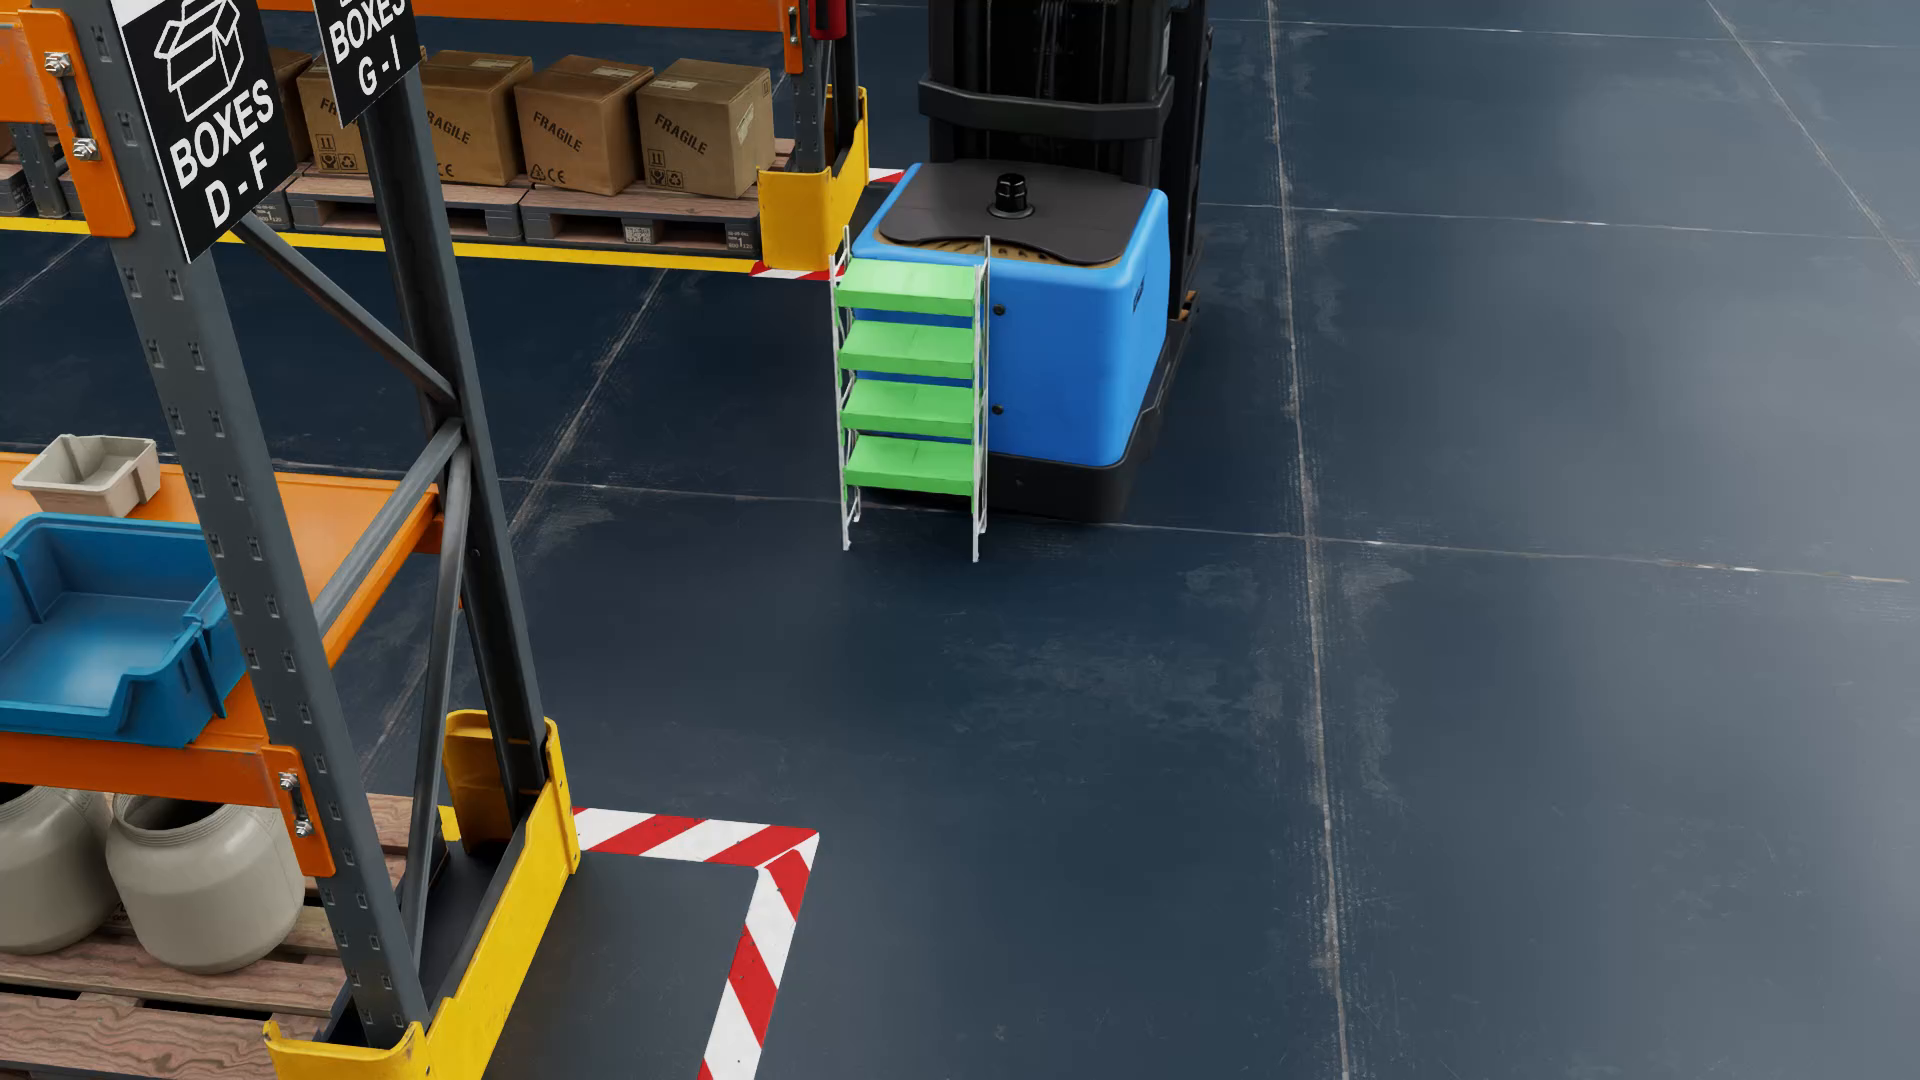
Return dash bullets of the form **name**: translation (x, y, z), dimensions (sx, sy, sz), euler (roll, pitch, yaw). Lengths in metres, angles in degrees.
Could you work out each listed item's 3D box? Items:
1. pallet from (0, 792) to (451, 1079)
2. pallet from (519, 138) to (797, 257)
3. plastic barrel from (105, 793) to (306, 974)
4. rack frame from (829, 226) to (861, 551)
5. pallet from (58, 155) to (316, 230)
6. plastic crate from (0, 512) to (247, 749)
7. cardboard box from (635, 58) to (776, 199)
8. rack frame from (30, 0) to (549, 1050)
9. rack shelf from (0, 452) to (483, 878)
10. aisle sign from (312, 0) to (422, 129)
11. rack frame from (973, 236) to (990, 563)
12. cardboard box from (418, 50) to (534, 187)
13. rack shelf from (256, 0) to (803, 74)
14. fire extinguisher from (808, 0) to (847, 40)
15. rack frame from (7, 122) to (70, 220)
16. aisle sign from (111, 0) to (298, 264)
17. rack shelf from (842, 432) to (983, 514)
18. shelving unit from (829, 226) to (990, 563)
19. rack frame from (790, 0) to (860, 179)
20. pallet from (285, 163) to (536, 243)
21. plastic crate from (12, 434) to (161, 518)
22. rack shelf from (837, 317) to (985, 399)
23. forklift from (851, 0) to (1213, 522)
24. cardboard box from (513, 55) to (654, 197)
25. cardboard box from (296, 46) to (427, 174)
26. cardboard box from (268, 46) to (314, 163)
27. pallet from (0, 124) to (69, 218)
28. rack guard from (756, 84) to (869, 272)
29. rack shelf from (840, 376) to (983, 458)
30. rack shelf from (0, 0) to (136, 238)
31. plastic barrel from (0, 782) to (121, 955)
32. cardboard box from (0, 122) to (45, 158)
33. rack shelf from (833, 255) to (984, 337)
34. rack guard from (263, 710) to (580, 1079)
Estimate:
- **pallet**: translation (-2.168, 1.084, 4.549), dimensions (1.213, 0.211, 1.003), euler (4, 36, 6)
- **pallet**: translation (-1.527, -1.814, 8.610), dimensions (1.213, 0.211, 1.003), euler (4, 36, 6)
- **plastic barrel**: translation (-1.944, 0.828, 4.288), dimensions (0.421, 0.512, 0.421), euler (0, 36, 0)
- **rack frame**: translation (-0.407, -0.518, 5.943), dimensions (0.015, 1.200, 0.240), euler (5, 36, 8)
- **pallet**: translation (-3.948, -1.995, 8.863), dimensions (1.213, 0.211, 1.003), euler (4, 36, 6)
- **plastic crate**: translation (-1.816, 0.187, 3.534), dimensions (0.616, 0.251, 0.499), euler (4, 36, 6)
- **cardboard box**: translation (-1.268, -2.072, 8.362), dimensions (0.500, 0.500, 0.500), euler (11, 37, 15)
- **rack frame**: translation (-1.282, -0.009, 3.681), dimensions (0.127, 3.000, 1.000), euler (4, 36, 6)
- **rack shelf**: translation (-3.265, 0.136, 4.097), dimensions (4.000, 0.370, 1.077), euler (4, 36, 6)
- **aisle sign**: translation (-1.173, -1.231, 3.155), dimensions (0.004, 0.787, 0.394), euler (4, 36, 6)
- **rack frame**: translation (0.074, -0.472, 5.879), dimensions (0.015, 1.200, 0.240), euler (5, 36, 8)
- **cardboard box**: translation (-2.484, -2.154, 8.476), dimensions (0.500, 0.500, 0.500), euler (7, 36, 10)
- **rack shelf**: translation (-2.634, -2.718, 8.096), dimensions (4.000, 0.370, 1.077), euler (4, 36, 6)
- **fire extinguisher**: translation (-0.596, -2.558, 7.318), dimensions (0.183, 0.674, 0.296), euler (4, 36, 6)
- **rack frame**: translation (-4.618, -3.159, 8.094), dimensions (0.127, 3.000, 1.000), euler (4, 36, 6)
- **aisle sign**: translation (-1.248, -0.891, 2.678), dimensions (0.004, 0.787, 0.394), euler (4, 36, 6)
- **rack shelf**: translation (-0.166, -0.248, 6.088), dimensions (0.480, 0.148, 0.258), euler (5, 36, 8)
- **shelving unit**: translation (-0.166, -0.495, 5.911), dimensions (0.503, 1.200, 0.258), euler (5, 36, 8)
- **rack frame**: translation (-0.651, -2.863, 7.680), dimensions (0.127, 3.000, 1.000), euler (4, 36, 6)
- **pallet**: translation (-2.734, -1.906, 8.739), dimensions (1.213, 0.211, 1.003), euler (4, 36, 6)
- **plastic crate**: translation (-2.128, -0.154, 4.110), dimensions (0.250, 0.136, 0.298), euler (4, 36, 6)
- **rack shelf**: translation (-0.166, -0.639, 5.809), dimensions (0.480, 0.148, 0.258), euler (5, 36, 8)
- **forklift**: translation (0.478, -2.114, 6.689), dimensions (1.130, 2.935, 3.031), euler (9, 36, 12)
- **cardboard box**: translation (-1.865, -2.097, 8.396), dimensions (0.500, 0.500, 0.500), euler (14, 38, 18)
- **cardboard box**: translation (-3.032, -2.221, 8.570), dimensions (0.500, 0.500, 0.500), euler (1, 36, 2)
- **cardboard box**: translation (-3.657, -2.222, 8.571), dimensions (0.500, 0.500, 0.500), euler (16, 38, 21)
- **pallet**: translation (-5.391, -2.081, 8.984), dimensions (1.213, 0.211, 1.003), euler (4, 36, 6)
- **rack guard**: translation (-0.726, -1.851, 8.414), dimensions (0.348, 0.500, 1.175), euler (4, 36, 6)
- **rack shelf**: translation (-0.166, -0.443, 5.948), dimensions (0.480, 0.148, 0.258), euler (5, 36, 8)
- **rack shelf**: translation (-3.265, -1.085, 3.226), dimensions (4.000, 0.370, 1.077), euler (4, 36, 6)
- **plastic barrel**: translation (-2.441, 0.791, 4.340), dimensions (0.421, 0.512, 0.421), euler (0, 36, 0)
- **cardboard box**: translation (-5.224, -2.379, 8.774), dimensions (0.500, 0.500, 0.700), euler (2, 36, 2)
- **rack shelf**: translation (-0.166, -0.834, 5.669), dimensions (0.480, 0.148, 0.258), euler (5, 36, 8)
- **rack guard**: translation (-1.363, 1.030, 4.377), dimensions (0.348, 0.500, 1.175), euler (4, 36, 6)
